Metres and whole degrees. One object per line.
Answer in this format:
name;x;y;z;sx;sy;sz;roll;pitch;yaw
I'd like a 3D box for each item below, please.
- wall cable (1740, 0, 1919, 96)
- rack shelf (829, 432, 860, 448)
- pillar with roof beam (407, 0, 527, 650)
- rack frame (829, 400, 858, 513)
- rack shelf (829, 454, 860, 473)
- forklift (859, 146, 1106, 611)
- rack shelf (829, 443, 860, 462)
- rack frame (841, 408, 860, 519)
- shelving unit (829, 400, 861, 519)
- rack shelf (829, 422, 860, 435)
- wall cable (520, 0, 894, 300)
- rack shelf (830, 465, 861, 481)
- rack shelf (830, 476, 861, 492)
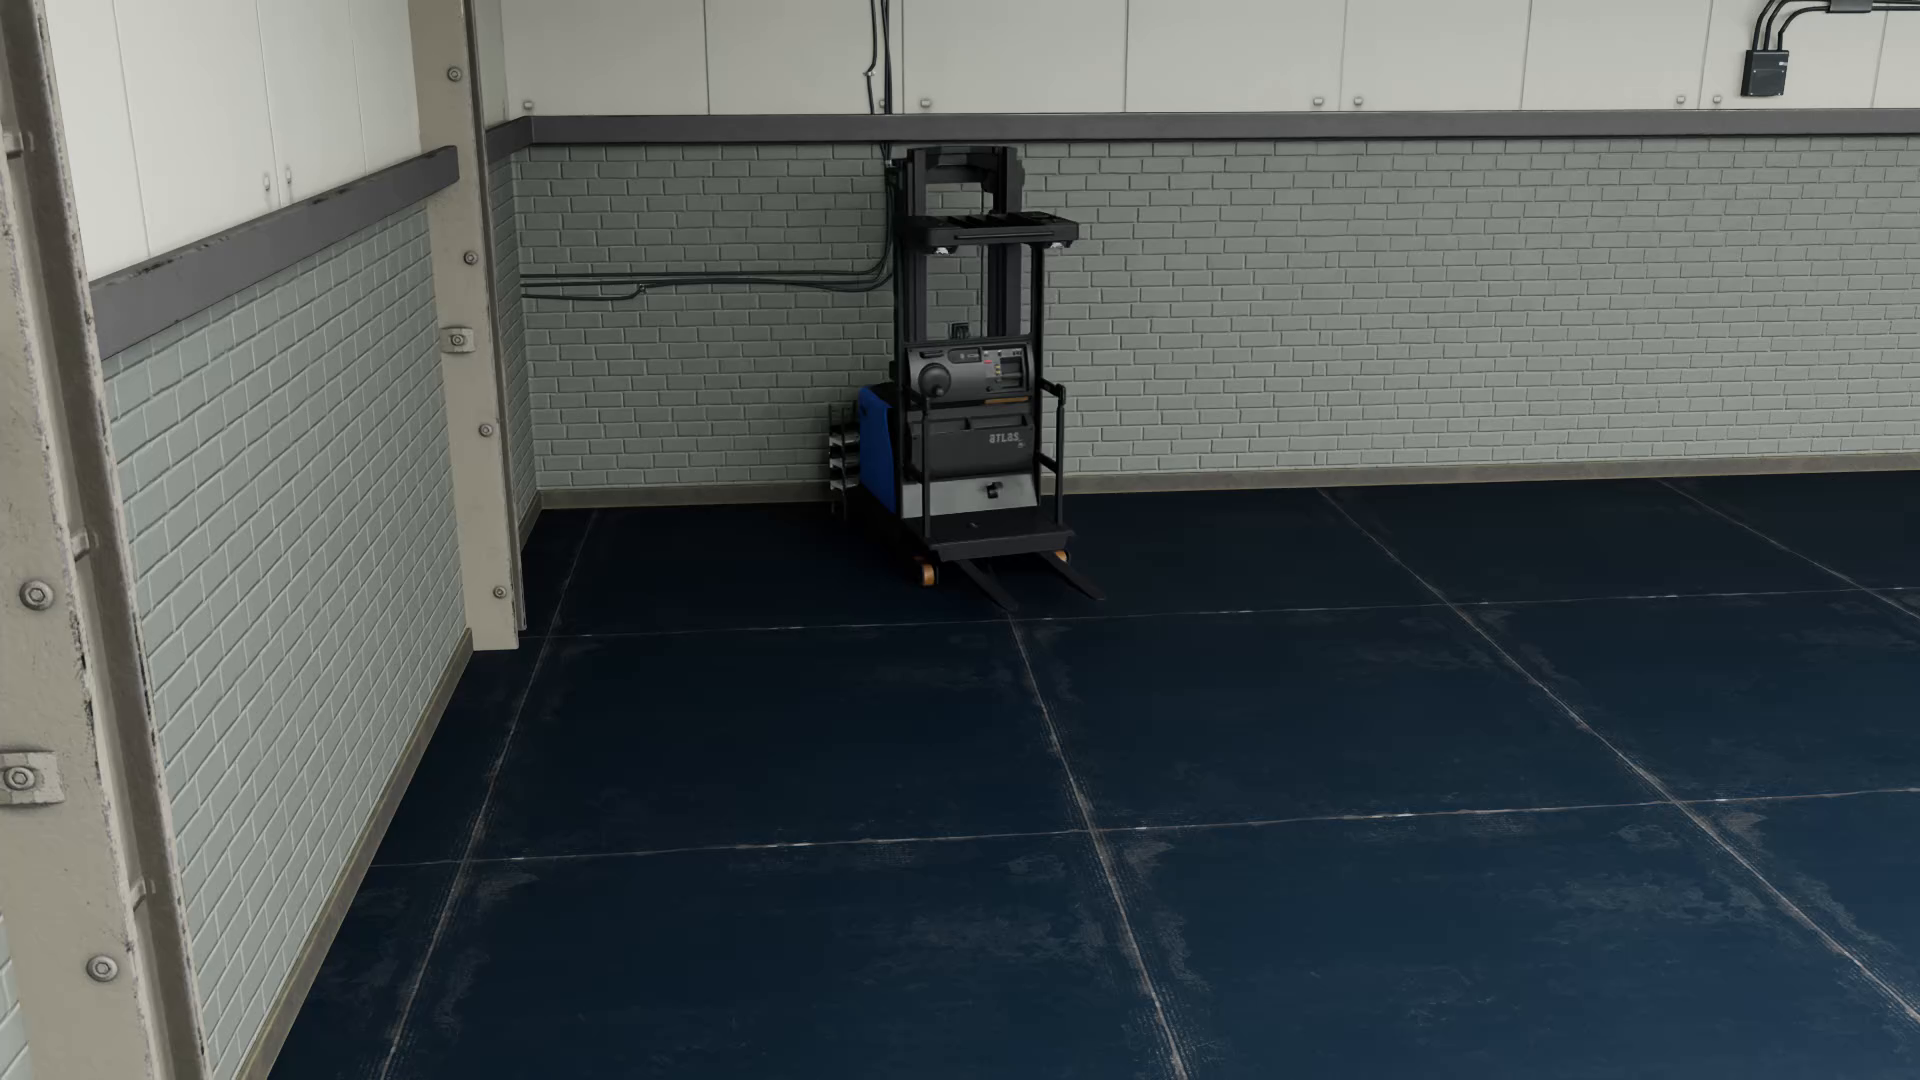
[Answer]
wall cable;7.491;-6.491;12.651;2.305;6.003;0.169;-2;18;-6
rack shelf;-0.876;-0.778;13.164;0.258;0.077;0.200;-11;21;-32
pillar with roof beam;1.317;-3.794;9.739;9.100;9.000;0.400;-2;18;-6
rack frame;-0.932;-0.664;13.289;0.240;0.900;0.006;-11;21;-32
rack shelf;-0.876;-0.607;13.218;0.258;0.077;0.200;-11;21;-32
forklift;0.149;-1.203;11.615;1.130;2.935;3.031;-6;18;-18
rack shelf;-0.876;-0.692;13.191;0.258;0.077;0.200;-11;21;-32
rack frame;-0.820;-0.613;13.127;0.240;0.900;0.006;-11;21;-32
shelving unit;-0.876;-0.638;13.208;0.258;0.900;0.210;-11;21;-32
rack shelf;-0.876;-0.864;13.137;0.258;0.077;0.200;-11;21;-32
wall cable;-1.954;-3.098;12.706;3.097;2.526;0.112;-2;18;-6
rack shelf;-0.876;-0.521;13.245;0.258;0.077;0.200;-11;21;-32
rack shelf;-0.876;-0.435;13.272;0.258;0.077;0.200;-11;21;-32
